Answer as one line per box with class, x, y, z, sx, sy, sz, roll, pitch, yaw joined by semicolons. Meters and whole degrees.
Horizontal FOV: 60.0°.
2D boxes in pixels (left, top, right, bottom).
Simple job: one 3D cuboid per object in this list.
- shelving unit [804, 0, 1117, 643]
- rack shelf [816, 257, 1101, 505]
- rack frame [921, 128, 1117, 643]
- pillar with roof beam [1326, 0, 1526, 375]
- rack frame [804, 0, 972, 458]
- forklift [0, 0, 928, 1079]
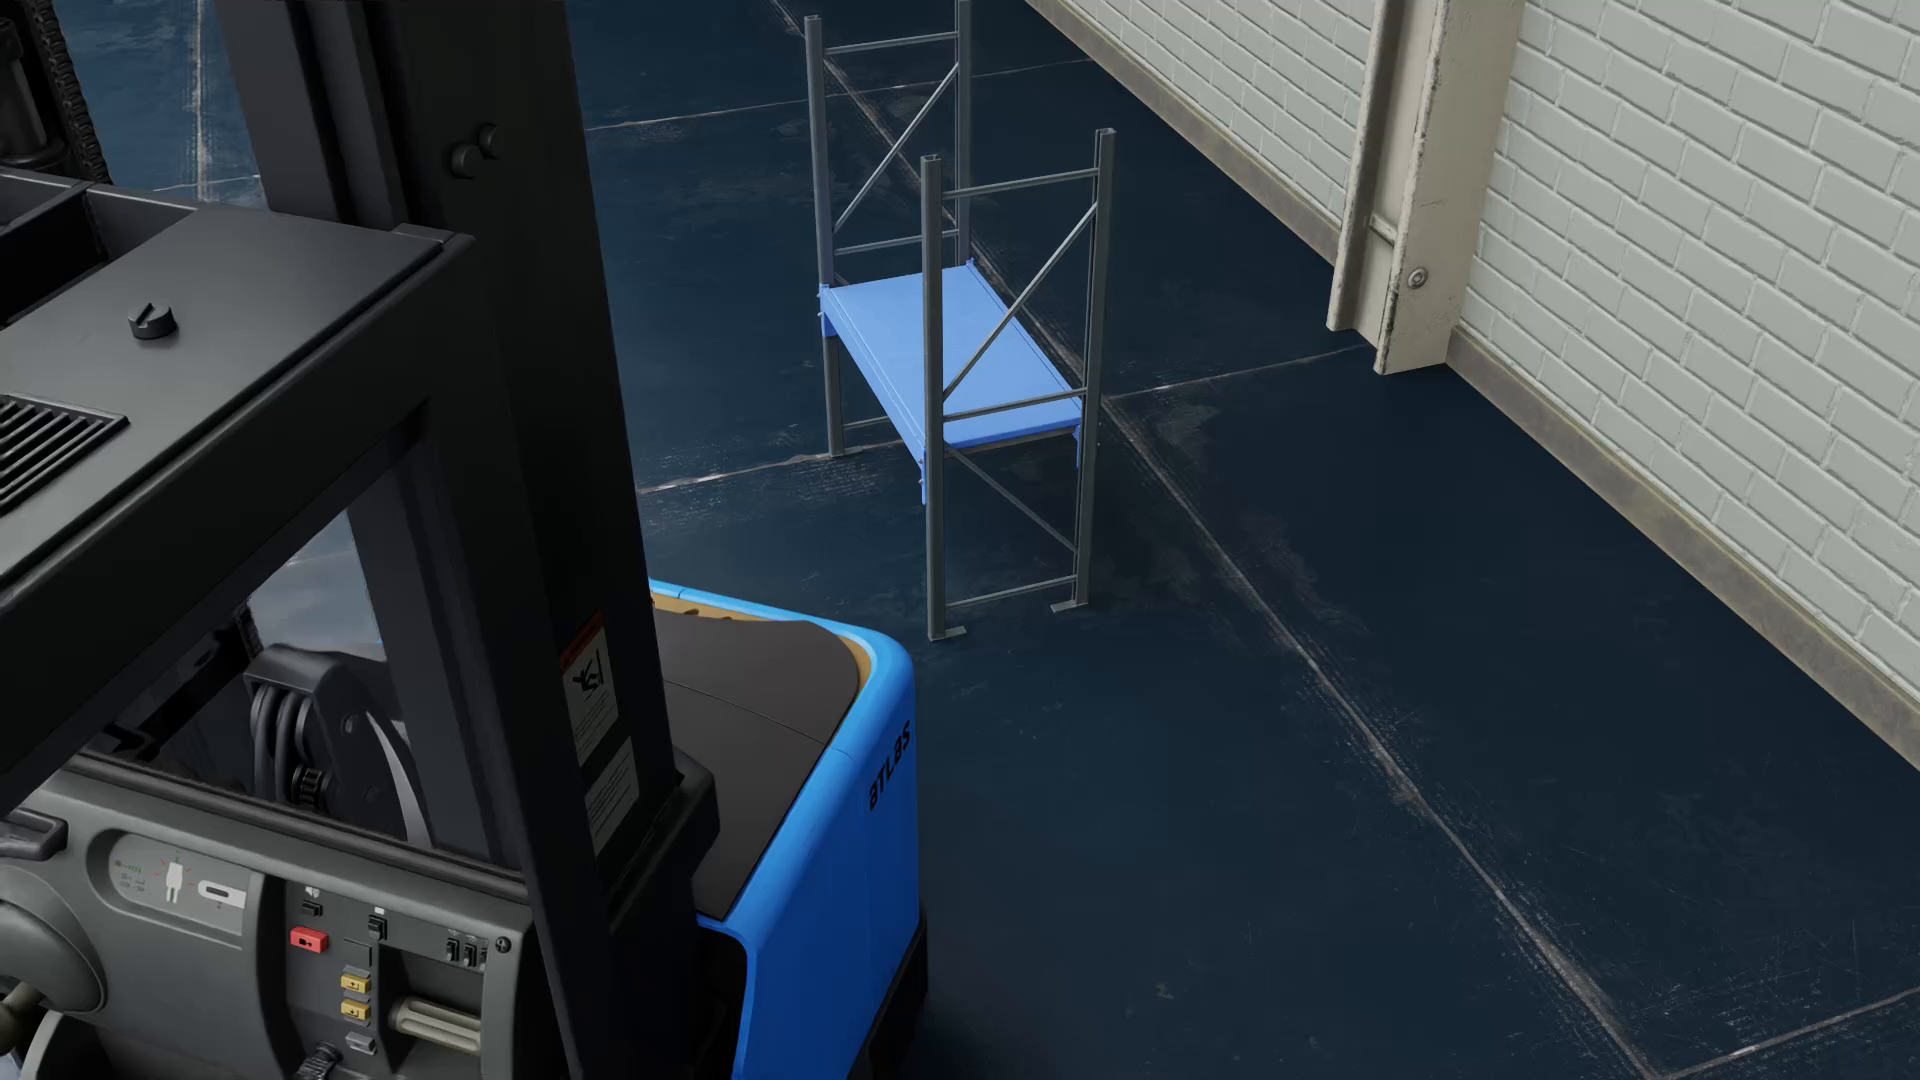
shelving unit;-0.029;-0.647;4.863;0.538;1.500;1.048;-12;39;-16
rack shelf;-0.029;-0.504;4.971;0.538;0.185;1.000;-12;39;-16
rack frame;0.146;-0.360;4.481;0.500;1.500;0.032;-12;39;-16
pillar with roof beam;-2.437;-3.445;2.344;9.100;9.000;0.400;-12;39;-16
rack frame;-0.204;-0.934;5.244;0.500;1.500;0.032;-12;39;-16
forklift;-1.040;0.617;1.995;1.130;2.935;3.031;12;39;15
